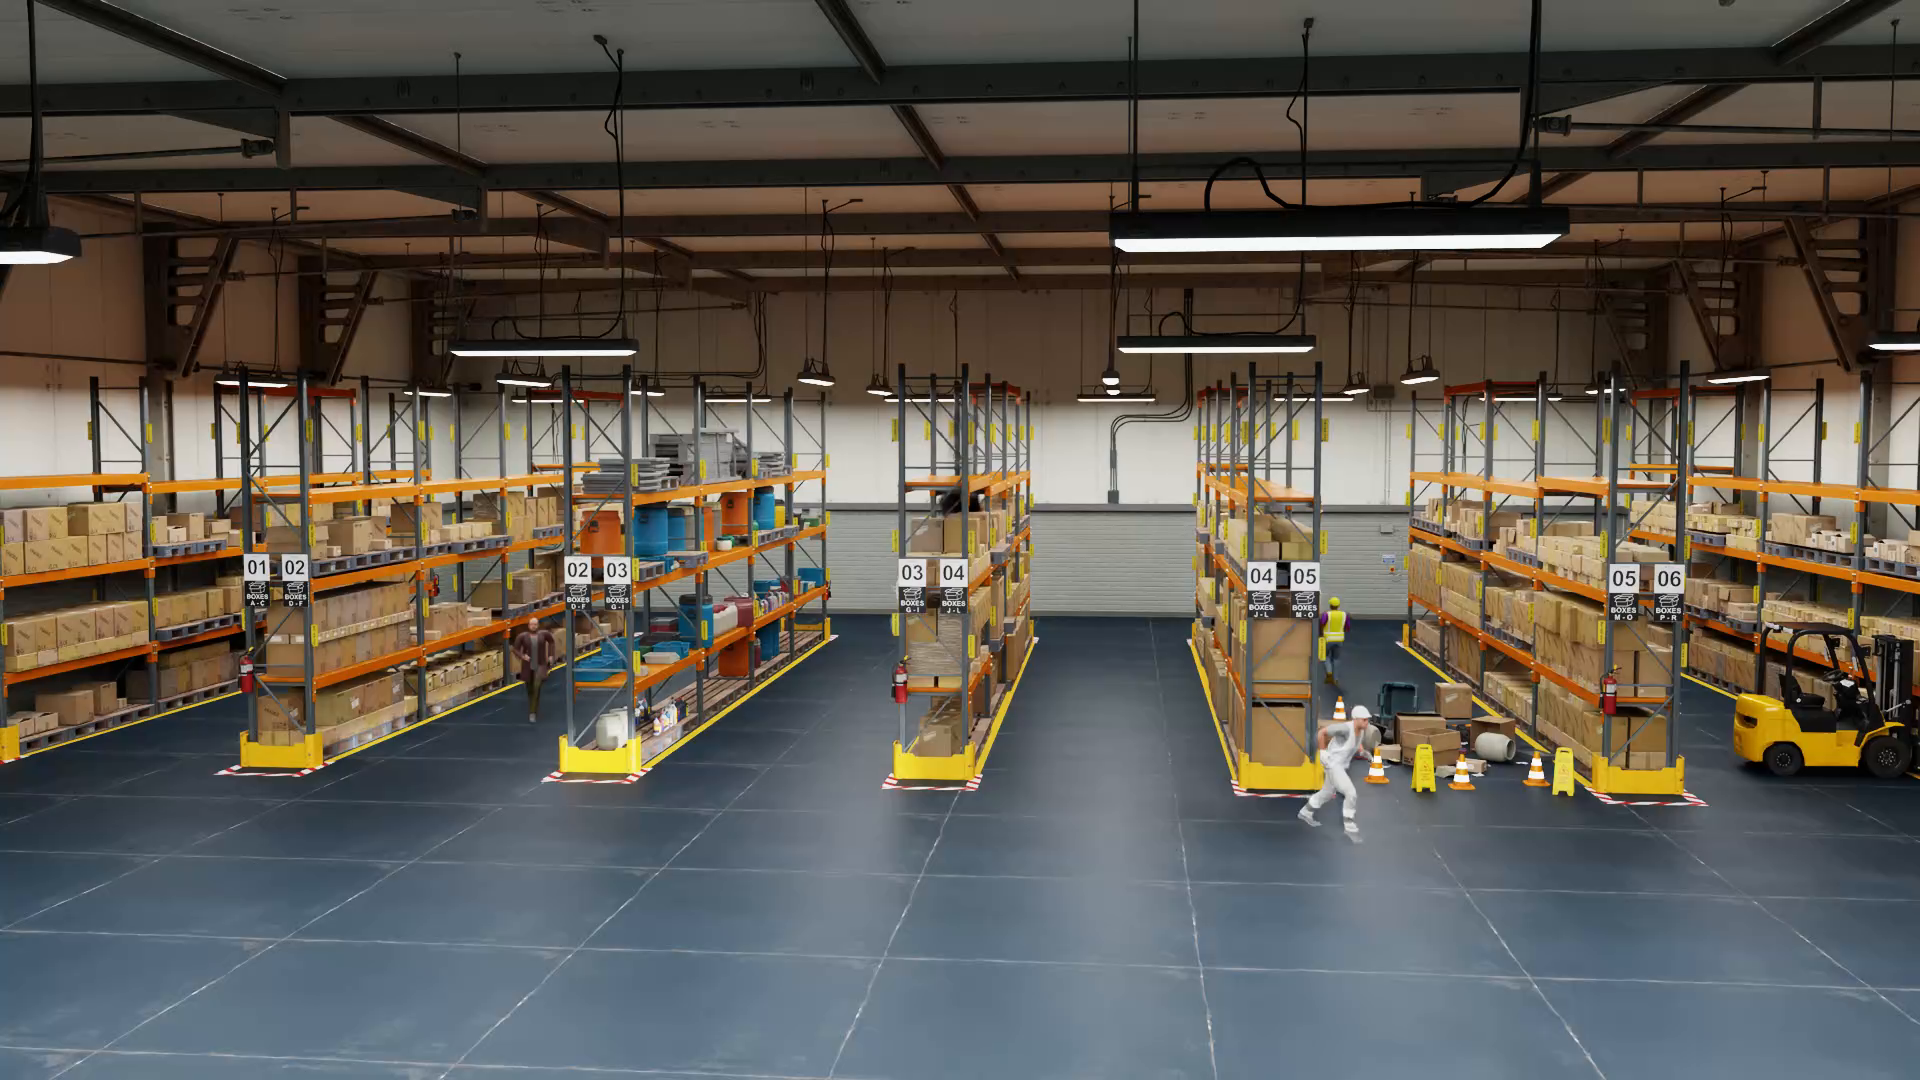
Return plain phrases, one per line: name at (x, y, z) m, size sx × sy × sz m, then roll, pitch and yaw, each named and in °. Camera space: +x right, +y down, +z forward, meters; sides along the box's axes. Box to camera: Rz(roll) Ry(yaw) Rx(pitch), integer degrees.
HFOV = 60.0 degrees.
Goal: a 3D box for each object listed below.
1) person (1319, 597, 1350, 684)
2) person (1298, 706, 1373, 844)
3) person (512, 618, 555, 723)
person at (7.419, 1.998, 33.184) m, size 0.682 × 1.739 × 0.616 m, roll 0°, pitch 4°, yaw -3°
person at (4.616, 2.866, 20.545) m, size 0.707 × 1.731 × 1.051 m, roll -3°, pitch 5°, yaw -43°
person at (-7.483, 2.243, 29.184) m, size 0.733 × 1.781 × 1.104 m, roll -1°, pitch 4°, yaw -13°
